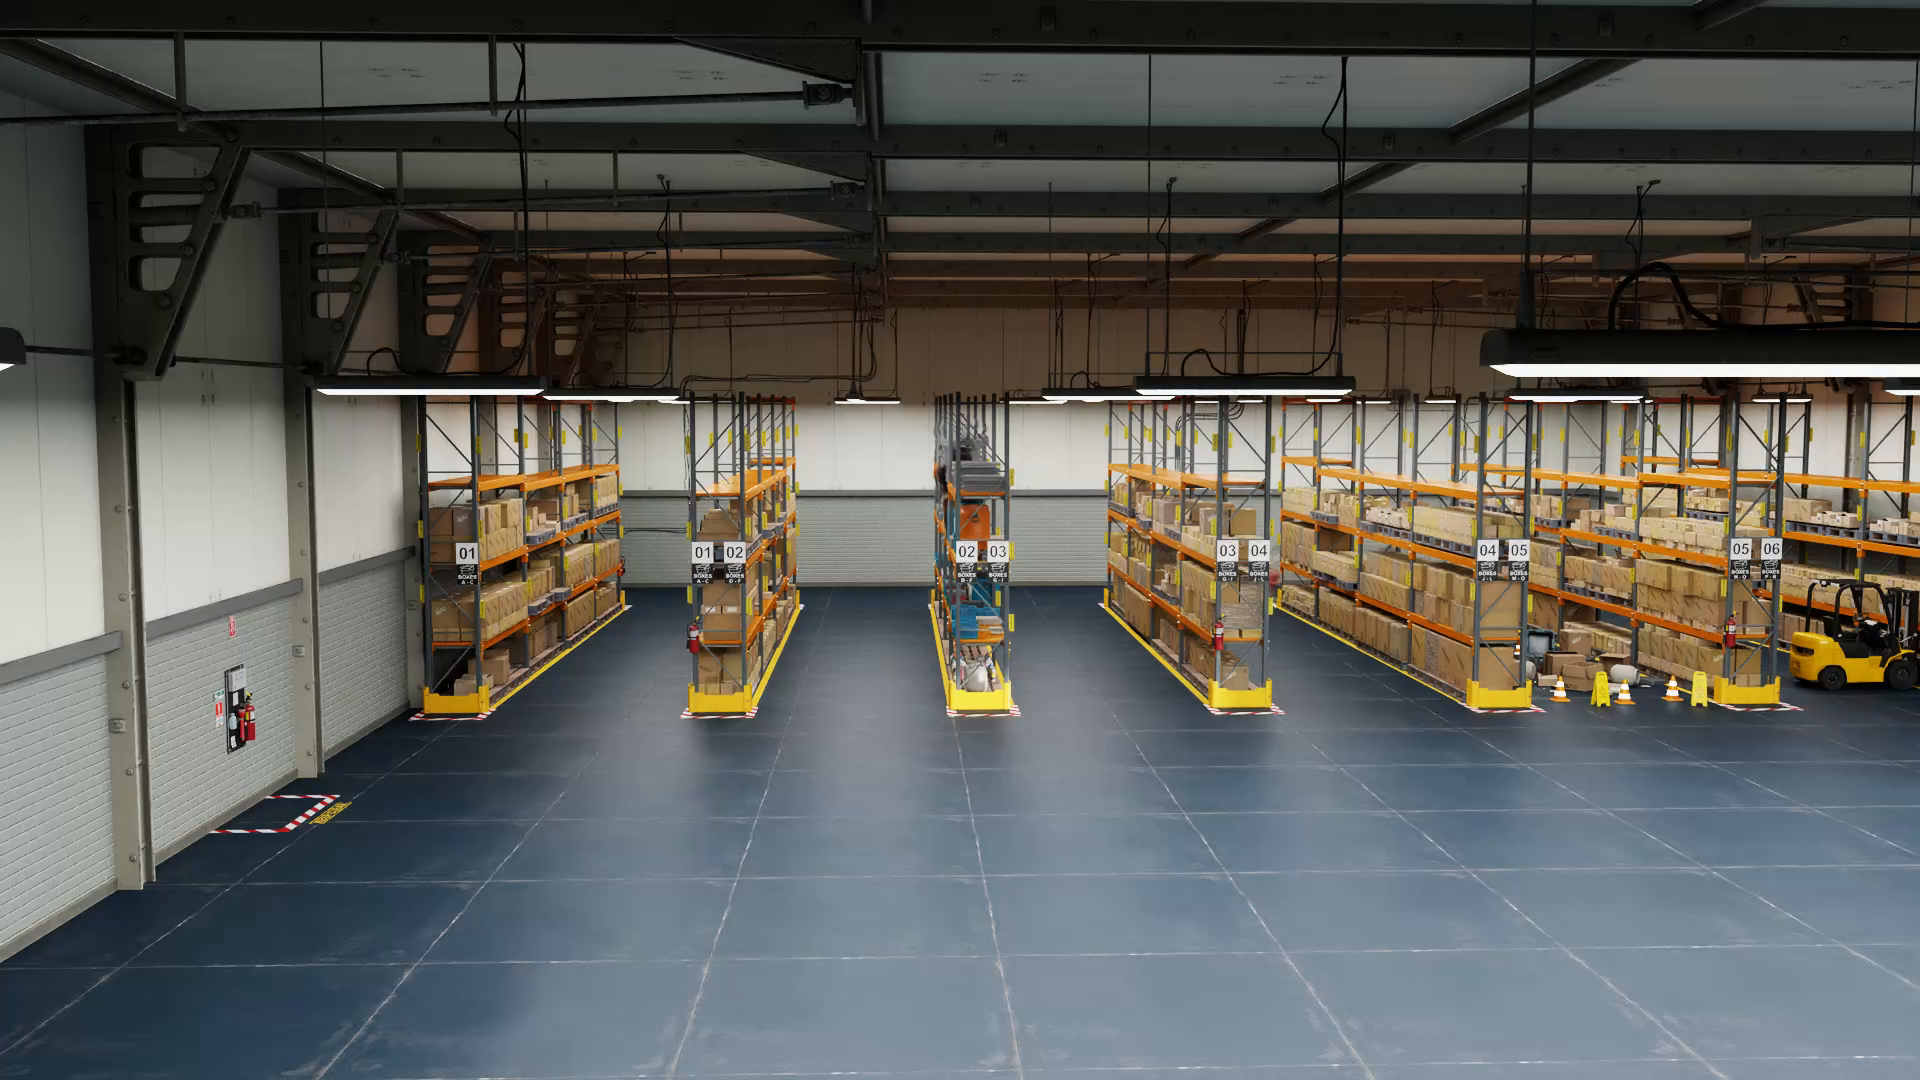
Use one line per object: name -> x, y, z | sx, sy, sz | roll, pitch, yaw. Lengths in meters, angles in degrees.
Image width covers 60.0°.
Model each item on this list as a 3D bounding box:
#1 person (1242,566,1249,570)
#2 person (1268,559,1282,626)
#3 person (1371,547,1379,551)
person -> 8.319, 1.074, 48.157 | 0.736, 1.643, 0.619 | -3, 6, -37
person -> 8.136, 1.365, 43.803 | 0.650, 1.741, 0.888 | 0, 5, 5
person -> 12.234, 1.000, 49.120 | 0.606, 1.562, 0.514 | 0, 5, -1
